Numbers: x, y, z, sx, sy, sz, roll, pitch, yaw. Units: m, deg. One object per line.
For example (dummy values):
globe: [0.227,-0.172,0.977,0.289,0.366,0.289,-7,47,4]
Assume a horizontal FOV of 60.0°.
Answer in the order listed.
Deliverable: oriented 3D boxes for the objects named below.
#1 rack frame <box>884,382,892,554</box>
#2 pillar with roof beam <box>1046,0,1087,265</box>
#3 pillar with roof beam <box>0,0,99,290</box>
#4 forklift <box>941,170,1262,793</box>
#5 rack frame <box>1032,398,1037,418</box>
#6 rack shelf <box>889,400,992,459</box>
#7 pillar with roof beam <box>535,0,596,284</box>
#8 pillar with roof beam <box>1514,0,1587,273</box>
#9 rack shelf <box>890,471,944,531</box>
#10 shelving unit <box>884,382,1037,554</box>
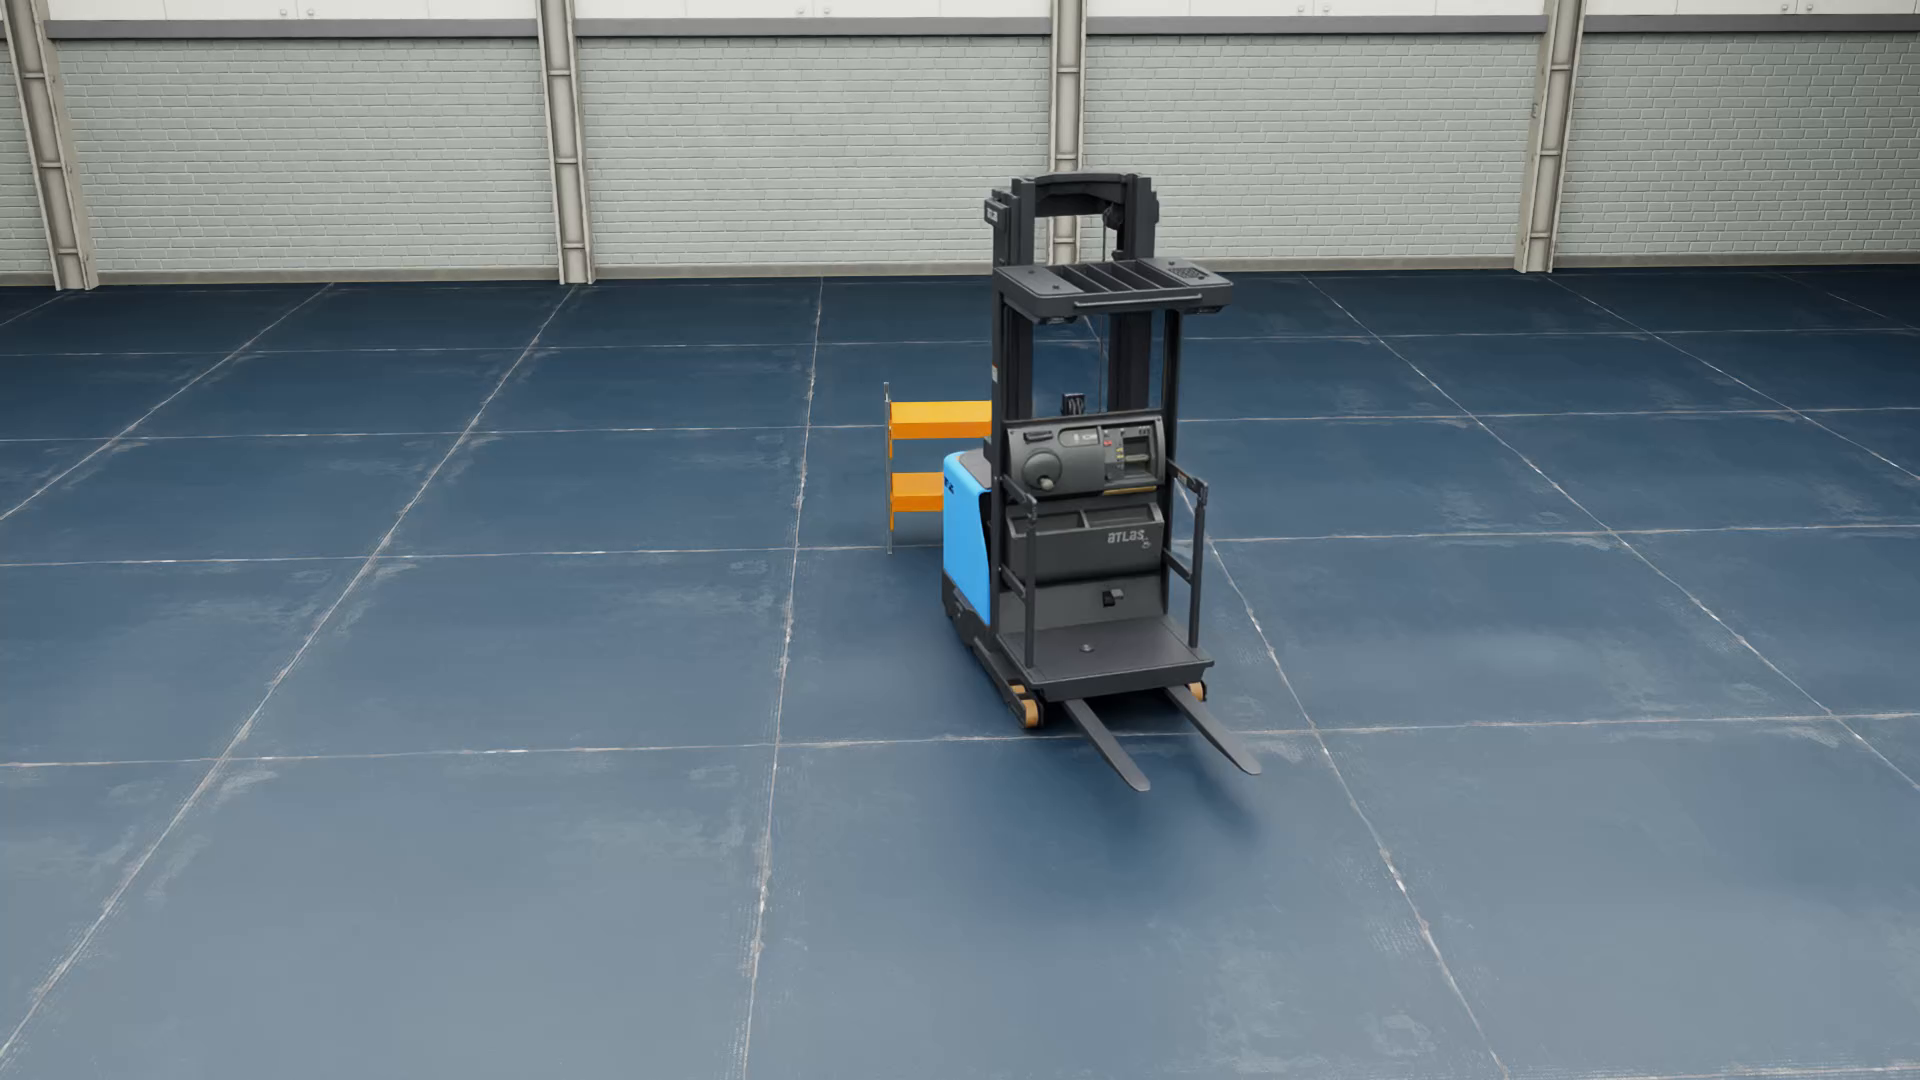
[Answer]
rack frame: [-0.514,-0.515,11.893,0.032,1.125,0.500,-1,21,-3]
pillar with roof beam: [1.529,-5.985,15.194,0.400,9.000,9.100,-1,21,-3]
pillar with roof beam: [-10.451,-5.741,14.554,0.400,9.000,9.100,-1,21,-3]
forklift: [0.782,-0.467,9.228,1.130,2.935,3.031,-6,22,-15]
rack frame: [0.501,-0.536,11.948,0.032,1.125,0.500,-1,21,-3]
rack shelf: [-0.007,-0.799,11.816,1.000,0.278,0.538,-1,21,-3]
pillar with roof beam: [-4.461,-5.863,14.874,0.400,9.000,9.100,-1,21,-3]
pillar with roof beam: [7.519,-6.107,15.514,0.400,9.000,9.100,-1,21,-3]
rack shelf: [-0.007,-0.297,12.007,1.000,0.278,0.538,-1,21,-3]
shelving unit: [-0.007,-0.526,11.920,1.048,1.125,0.538,-1,21,-3]
